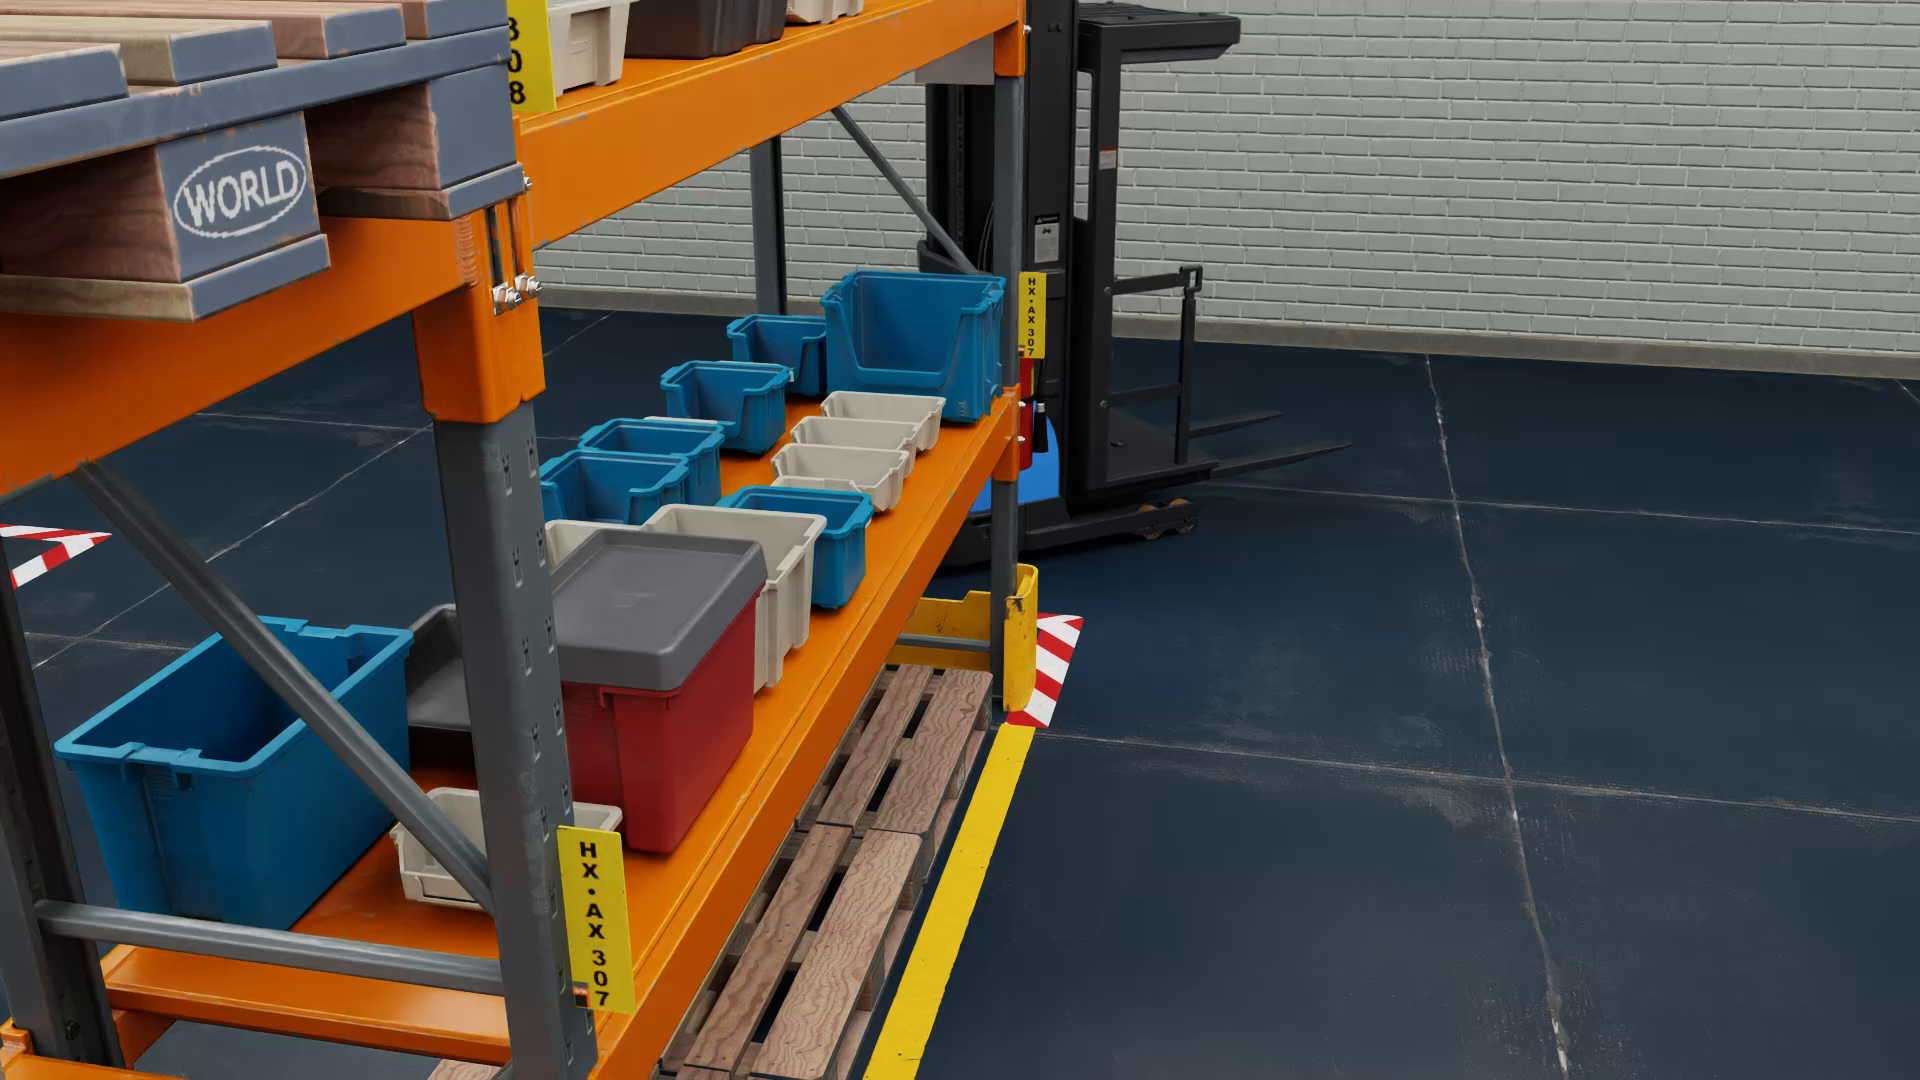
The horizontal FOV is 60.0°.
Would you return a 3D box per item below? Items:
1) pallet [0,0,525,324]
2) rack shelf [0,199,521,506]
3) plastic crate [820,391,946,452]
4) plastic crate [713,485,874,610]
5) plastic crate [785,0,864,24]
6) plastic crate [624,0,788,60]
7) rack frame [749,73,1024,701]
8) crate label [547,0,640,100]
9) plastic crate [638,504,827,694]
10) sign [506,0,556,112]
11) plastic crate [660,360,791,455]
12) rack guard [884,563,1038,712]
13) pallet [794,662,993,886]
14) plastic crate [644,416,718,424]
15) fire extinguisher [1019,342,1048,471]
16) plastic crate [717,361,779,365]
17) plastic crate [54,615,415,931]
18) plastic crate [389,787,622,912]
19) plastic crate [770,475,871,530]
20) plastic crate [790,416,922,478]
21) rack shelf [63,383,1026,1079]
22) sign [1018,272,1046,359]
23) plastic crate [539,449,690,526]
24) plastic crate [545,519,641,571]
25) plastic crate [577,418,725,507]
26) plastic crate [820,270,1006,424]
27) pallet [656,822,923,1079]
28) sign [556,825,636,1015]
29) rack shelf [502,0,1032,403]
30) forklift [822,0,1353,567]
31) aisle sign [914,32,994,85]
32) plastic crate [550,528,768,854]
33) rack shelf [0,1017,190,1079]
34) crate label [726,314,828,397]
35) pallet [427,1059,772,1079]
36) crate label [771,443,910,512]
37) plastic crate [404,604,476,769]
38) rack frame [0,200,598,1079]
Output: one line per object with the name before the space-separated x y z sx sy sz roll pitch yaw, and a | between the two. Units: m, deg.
pallet | -1.154 -0.343 1.429 1.213 0.211 1.003 4 22 11
rack shelf | -1.498 0.340 0.442 1.077 0.370 4.000 4 22 11
plastic crate | -0.262 -0.390 5.580 0.396 0.136 0.243 4 22 11
plastic crate | -0.441 0.024 4.423 0.416 0.233 0.300 4 22 11
plastic crate | -0.452 -1.291 3.882 0.437 0.136 0.530 4 22 11
plastic crate | -0.568 -1.098 3.224 0.497 0.269 0.590 4 22 11
rack frame | -0.273 -0.797 6.316 1.000 3.000 0.127 4 22 11
crate label | -0.707 -0.760 2.563 0.293 0.136 0.466 4 22 11
plastic crate | -0.598 0.149 4.047 0.437 0.282 0.530 4 22 11
sign | -0.551 -0.687 2.016 0.100 0.325 0.005 4 22 11
plastic crate | -0.780 -0.441 5.577 0.416 0.233 0.300 4 22 11
rack guard | -0.281 0.353 6.808 1.175 0.500 0.348 4 22 11
pallet | -0.480 0.796 6.096 1.003 0.211 1.213 4 22 11
plastic crate | -0.931 -0.278 5.301 0.250 0.136 0.298 4 22 11
fire extinguisher | 0.202 -0.608 6.451 0.296 0.674 0.183 4 22 11
plastic crate | -0.792 -0.526 5.917 0.250 0.136 0.298 4 22 11
plastic crate | -1.328 0.449 3.164 0.392 0.384 0.575 4 22 11
plastic crate | -0.855 0.601 3.118 0.396 0.136 0.243 4 22 11
plastic crate | -0.411 -0.072 4.789 0.298 0.136 0.250 4 22 11
plastic crate | -0.336 -0.285 5.319 0.396 0.136 0.243 4 22 11
rack shelf | -0.681 0.269 4.635 1.077 0.370 4.000 4 22 11
sign | 0.269 -0.836 6.196 0.100 0.325 0.005 4 22 11
plastic crate | -0.976 -0.090 4.706 0.416 0.233 0.300 4 22 11
plastic crate | -1.028 0.101 4.360 0.293 0.136 0.466 4 22 11
plastic crate | -0.915 -0.200 4.979 0.416 0.233 0.300 4 22 11
plastic crate | -0.159 -0.704 5.959 0.616 0.435 0.499 4 22 11
pallet | -0.731 1.240 4.991 1.003 0.211 1.213 4 22 11
sign | -0.551 0.581 2.527 0.100 0.325 0.005 4 22 11
rack shelf | -0.681 -1.123 4.074 1.077 0.370 4.000 4 22 11
forklift | 0.646 -1.529 8.227 3.031 2.935 1.130 -11 24 -25
aisle sign | 0.028 -2.006 5.841 0.394 0.787 0.004 4 22 11
plastic crate | -0.662 0.301 3.424 0.402 0.464 0.583 4 22 11
rack shelf | -1.498 1.731 1.002 1.077 0.370 4.000 4 22 11
crate label | -0.646 -0.682 6.175 0.416 0.233 0.303 4 22 11
pallet | -0.977 1.688 3.880 1.003 0.211 1.213 4 22 11
crate label | -0.369 -0.181 5.062 0.396 0.136 0.243 4 22 11
plastic crate | -1.124 0.336 3.791 0.437 0.125 0.590 4 22 11
rack frame | -1.086 0.667 2.683 0.949 2.616 0.053 4 22 11
